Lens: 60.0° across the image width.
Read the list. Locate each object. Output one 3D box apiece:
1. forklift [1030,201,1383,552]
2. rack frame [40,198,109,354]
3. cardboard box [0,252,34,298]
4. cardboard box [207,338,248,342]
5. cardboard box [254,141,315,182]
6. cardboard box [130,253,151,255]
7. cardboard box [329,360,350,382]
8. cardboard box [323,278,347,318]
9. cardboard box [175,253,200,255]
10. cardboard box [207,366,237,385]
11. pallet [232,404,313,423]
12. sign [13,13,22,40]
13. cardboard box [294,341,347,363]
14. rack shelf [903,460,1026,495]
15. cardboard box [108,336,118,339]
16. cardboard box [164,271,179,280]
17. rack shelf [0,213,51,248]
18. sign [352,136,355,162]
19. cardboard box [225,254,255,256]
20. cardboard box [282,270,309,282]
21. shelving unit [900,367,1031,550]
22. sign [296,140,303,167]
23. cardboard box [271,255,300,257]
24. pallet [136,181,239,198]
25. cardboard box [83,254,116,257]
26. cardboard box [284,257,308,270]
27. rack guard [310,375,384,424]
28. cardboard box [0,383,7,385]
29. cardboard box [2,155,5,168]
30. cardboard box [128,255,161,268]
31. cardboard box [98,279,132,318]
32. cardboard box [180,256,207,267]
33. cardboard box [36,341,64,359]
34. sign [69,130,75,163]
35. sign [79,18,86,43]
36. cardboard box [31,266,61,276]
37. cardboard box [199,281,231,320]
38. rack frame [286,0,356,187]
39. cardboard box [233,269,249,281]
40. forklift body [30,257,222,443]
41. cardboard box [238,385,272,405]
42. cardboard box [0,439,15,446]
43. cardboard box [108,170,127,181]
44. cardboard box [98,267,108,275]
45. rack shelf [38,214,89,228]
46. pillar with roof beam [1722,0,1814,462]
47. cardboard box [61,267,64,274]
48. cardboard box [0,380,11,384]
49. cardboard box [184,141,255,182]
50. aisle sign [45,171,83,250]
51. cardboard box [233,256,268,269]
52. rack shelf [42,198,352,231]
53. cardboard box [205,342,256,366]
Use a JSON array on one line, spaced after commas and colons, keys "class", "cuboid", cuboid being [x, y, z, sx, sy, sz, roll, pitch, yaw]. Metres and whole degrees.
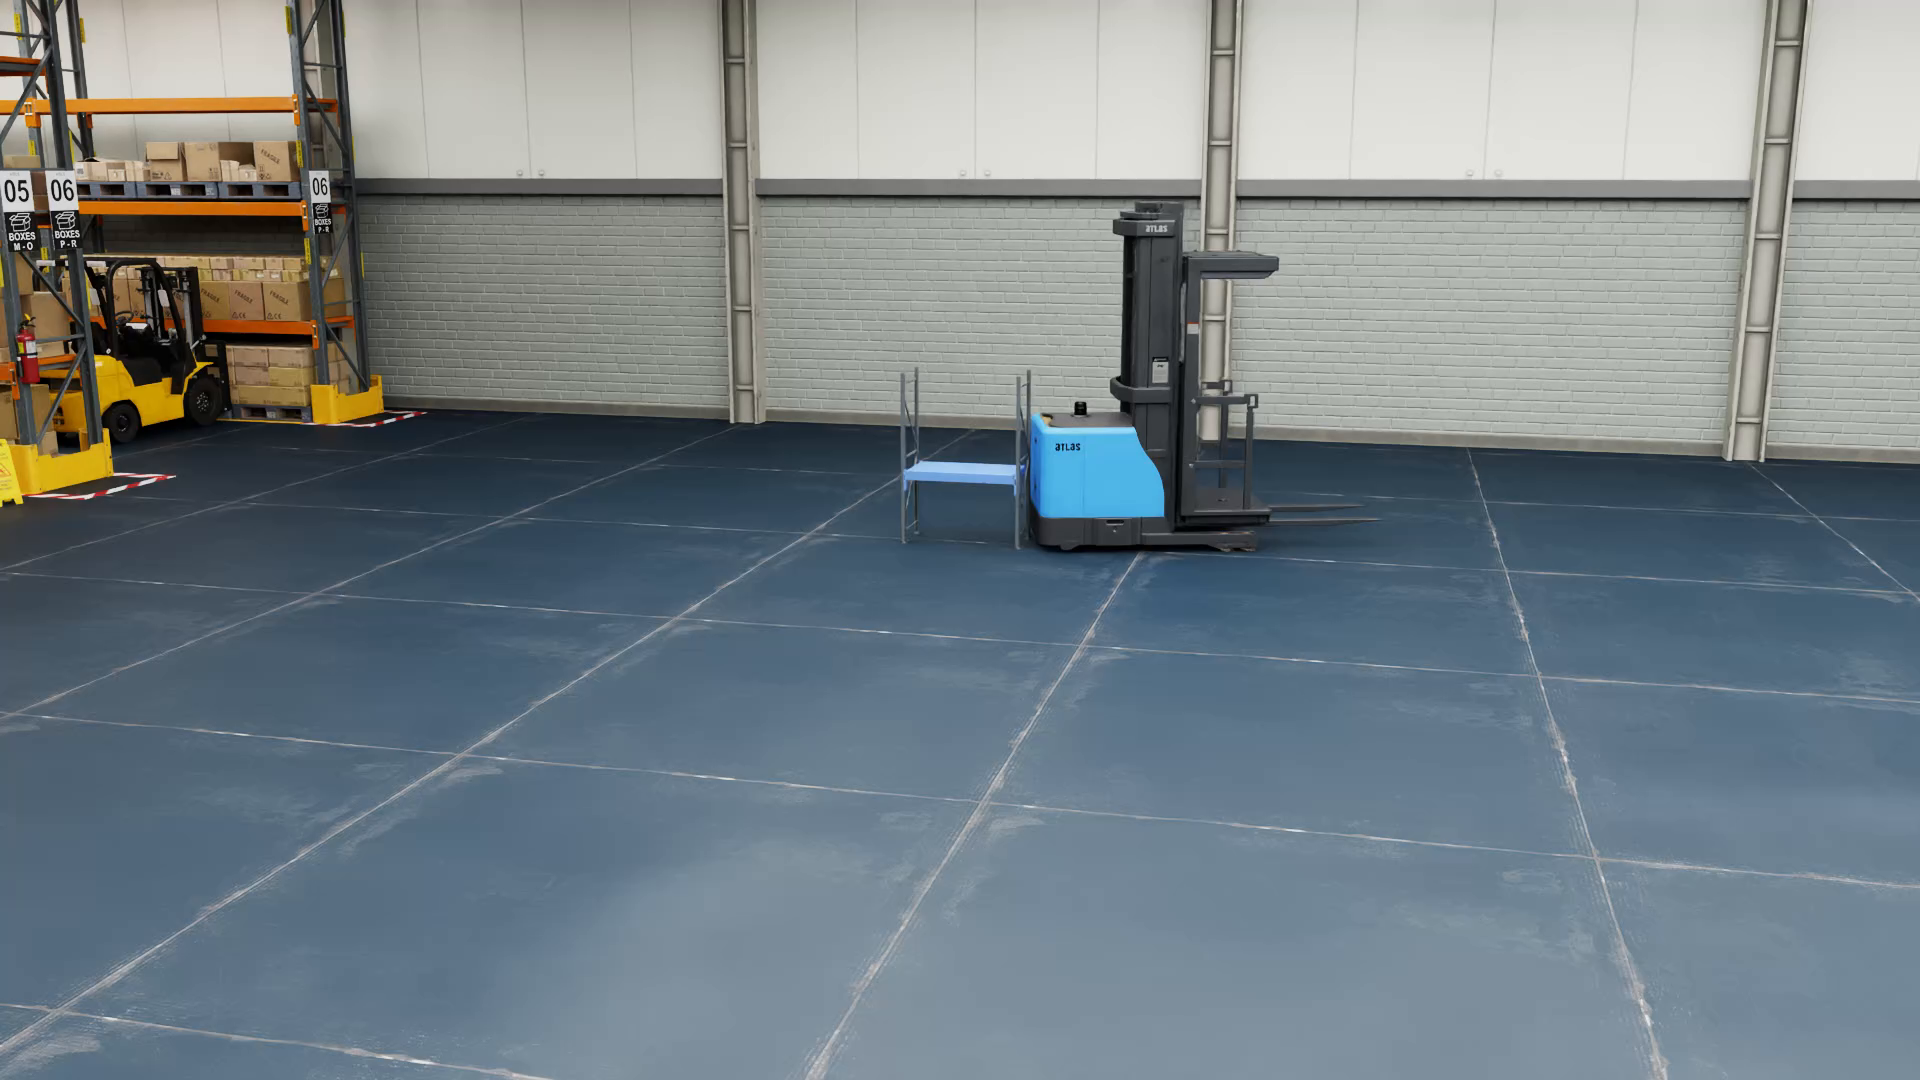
[{"class": "forklift", "cuboid": [2.163, -1.444, 14.476, 3.031, 2.935, 1.130, -1, 13, -3]}, {"class": "rack frame", "cuboid": [-12.011, -3.301, 22.685, 0.127, 3.000, 1.000, 3, 13, 14]}, {"class": "cardboard box", "cuboid": [-9.861, -2.712, 16.805, 0.500, 0.500, 0.700, 3, 13, 12]}, {"class": "cardboard box", "cuboid": [-10.013, -2.590, 22.553, 0.500, 0.250, 0.500, 3, 13, 12]}, {"class": "cardboard box", "cuboid": [-8.615, -4.832, 21.230, 0.500, 0.500, 0.500, 3, 13, 15]}, {"class": "cardboard box", "cuboid": [-11.134, -3.826, 22.637, 0.250, 0.149, 0.380, 3, 13, 13]}, {"class": "cardboard box", "cuboid": [-8.534, -2.268, 22.255, 0.500, 0.250, 0.500, 3, 13, 15]}, {"class": "cardboard box", "cuboid": [-8.542, -3.226, 22.118, 0.500, 0.500, 0.500, 3, 13, 15]}, {"class": "cardboard box", "cuboid": [-10.393, -3.785, 22.454, 0.250, 0.149, 0.380, 3, 13, 13]}, {"class": "cardboard box", "cuboid": [-9.665, -2.210, 21.994, 0.500, 0.250, 0.500, 3, 13, 12]}, {"class": "pallet", "cuboid": [-8.880, -1.763, 22.191, 1.213, 0.211, 1.003, 3, 13, 14]}, {"class": "sign", "cuboid": [-12.129, -6.609, 21.409, 0.005, 0.325, 0.100, 3, 13, 14]}, {"class": "cardboard box", "cuboid": [-8.548, -2.509, 22.186, 0.500, 0.250, 0.500, 3, 13, 13]}, {"class": "rack shelf", "cuboid": [0.055, -0.551, 14.586, 1.000, 0.185, 0.538, 3, 13, 13]}, {"class": "cardboard box", "cuboid": [-11.487, -2.667, 22.898, 0.500, 0.250, 0.500, 3, 13, 15]}, {"class": "cardboard box", "cuboid": [-10.268, -3.510, 21.900, 0.250, 0.149, 0.380, 3, 13, 12]}, {"class": "rack shelf", "cuboid": [-11.255, -3.266, 17.265, 4.000, 0.370, 1.077, 3, 13, 14]}, {"class": "sign", "cuboid": [-7.988, -5.139, 21.846, 0.005, 0.325, 0.100, 3, 13, 14]}, {"class": "cardboard box", "cuboid": [-9.638, -3.756, 22.324, 0.250, 0.149, 0.380, 3, 13, 12]}, {"class": "cardboard box", "cuboid": [-8.531, -3.418, 21.484, 0.250, 0.149, 0.380, 3, 13, 14]}, {"class": "shelving unit", "cuboid": [0.055, -0.727, 14.547, 1.048, 1.500, 0.538, 3, 13, 13]}, {"class": "sign", "cuboid": [-8.271, -4.838, 20.826, 0.005, 0.325, 0.100, 3, 13, 14]}, {"class": "cardboard box", "cuboid": [-8.908, -3.698, 22.059, 0.250, 0.149, 0.380, 3, 13, 15]}, {"class": "pallet", "cuboid": [-9.996, -4.619, 21.908, 1.213, 0.211, 1.003, 3, 13, 14]}, {"class": "cardboard box", "cuboid": [-11.492, -3.742, 22.257, 0.250, 0.149, 0.380, 3, 13, 14]}, {"class": "cardboard box", "cuboid": [-8.525, -3.578, 21.520, 0.250, 0.149, 0.380, 3, 13, 14]}, {"class": "rack guard", "cuboid": [-8.104, -1.872, 22.015, 0.348, 0.500, 1.175, 3, 13, 14]}, {"class": "cardboard box", "cuboid": [-10.562, -1.405, 17.789, 0.500, 0.500, 0.500, 3, 13, 11]}, {"class": "cardboard box", "cuboid": [-9.712, -3.736, 16.459, 0.250, 0.149, 0.380, 3, 13, 14]}, {"class": "cardboard box", "cuboid": [-10.763, -3.684, 21.997, 0.250, 0.149, 0.380, 3, 13, 13]}, {"class": "cardboard box", "cuboid": [-11.133, -3.248, 22.217, 0.500, 0.500, 0.500, 3, 13, 15]}, {"class": "cardboard box", "cuboid": [-10.016, -3.656, 21.874, 0.250, 0.149, 0.380, 3, 13, 14]}, {"class": "cardboard box", "cuboid": [-9.593, -1.988, 17.347, 0.250, 0.149, 0.380, 3, 13, 14]}, {"class": "sign", "cuboid": [-9.183, -4.054, 17.139, 0.005, 0.325, 0.100, 3, 13, 14]}, {"class": "sign", "cuboid": [-11.854, -6.878, 22.438, 0.005, 0.325, 0.100, 3, 13, 14]}, {"class": "cardboard box", "cuboid": [-12.395, -3.637, 22.474, 0.250, 0.149, 0.380, 4, 13, 15]}, {"class": "cardboard box", "cuboid": [-9.667, -3.168, 21.855, 0.500, 0.500, 0.500, 3, 13, 12]}, {"class": "rack frame", "cuboid": [-8.127, -6.022, 21.100, 0.127, 3.000, 1.000, 3, 13, 14]}, {"class": "cardboard box", "cuboid": [-9.261, -3.466, 21.703, 0.250, 0.149, 0.380, 3, 13, 13]}, {"class": "forklift body", "cuboid": [-10.405, -2.393, 20.556, 1.214, 2.155, 2.313, 3, 13, 14]}, {"class": "cardboard box", "cuboid": [-9.140, -1.941, 21.938, 0.500, 0.250, 0.500, 3, 13, 14]}, {"class": "cardboard box", "cuboid": [-10.185, -0.898, 17.236, 0.500, 0.250, 0.500, 3, 13, 13]}, {"class": "cardboard box", "cuboid": [-10.902, -4.769, 21.759, 0.250, 0.149, 0.380, 3, 13, 15]}, {"class": "cardboard box", "cuboid": [-11.253, -3.574, 22.187, 0.250, 0.149, 0.380, 3, 13, 13]}, {"class": "rack shelf", "cuboid": [-13.952, -4.518, 22.906, 4.000, 0.370, 1.077, 3, 13, 14]}, {"class": "pillar with roof beam", "cuboid": [7.857, -4.408, 13.826, 0.400, 9.000, 9.100, 3, 13, 14]}, {"class": "cardboard box", "cuboid": [-12.300, -3.729, 22.890, 0.250, 0.149, 0.380, 3, 13, 12]}, {"class": "cardboard box", "cuboid": [-13.271, -2.413, 23.197, 0.625, 0.625, 0.875, 3, 13, 13]}, {"class": "cardboard box", "cuboid": [-9.586, -4.906, 21.565, 0.500, 0.500, 0.700, 3, 13, 14]}, {"class": "aisle sign", "cuboid": [-9.178, -3.380, 17.042, 0.004, 0.787, 0.394, 3, 13, 14]}, {"class": "cardboard box", "cuboid": [-9.257, -3.621, 21.713, 0.250, 0.149, 0.380, 3, 13, 14]}, {"class": "rack shelf", "cuboid": [-10.069, -4.310, 21.971, 4.000, 0.370, 1.077, 3, 13, 14]}, {"class": "cardboard box", "cuboid": [-9.638, -2.452, 21.928, 0.500, 0.250, 0.500, 3, 13, 14]}]
